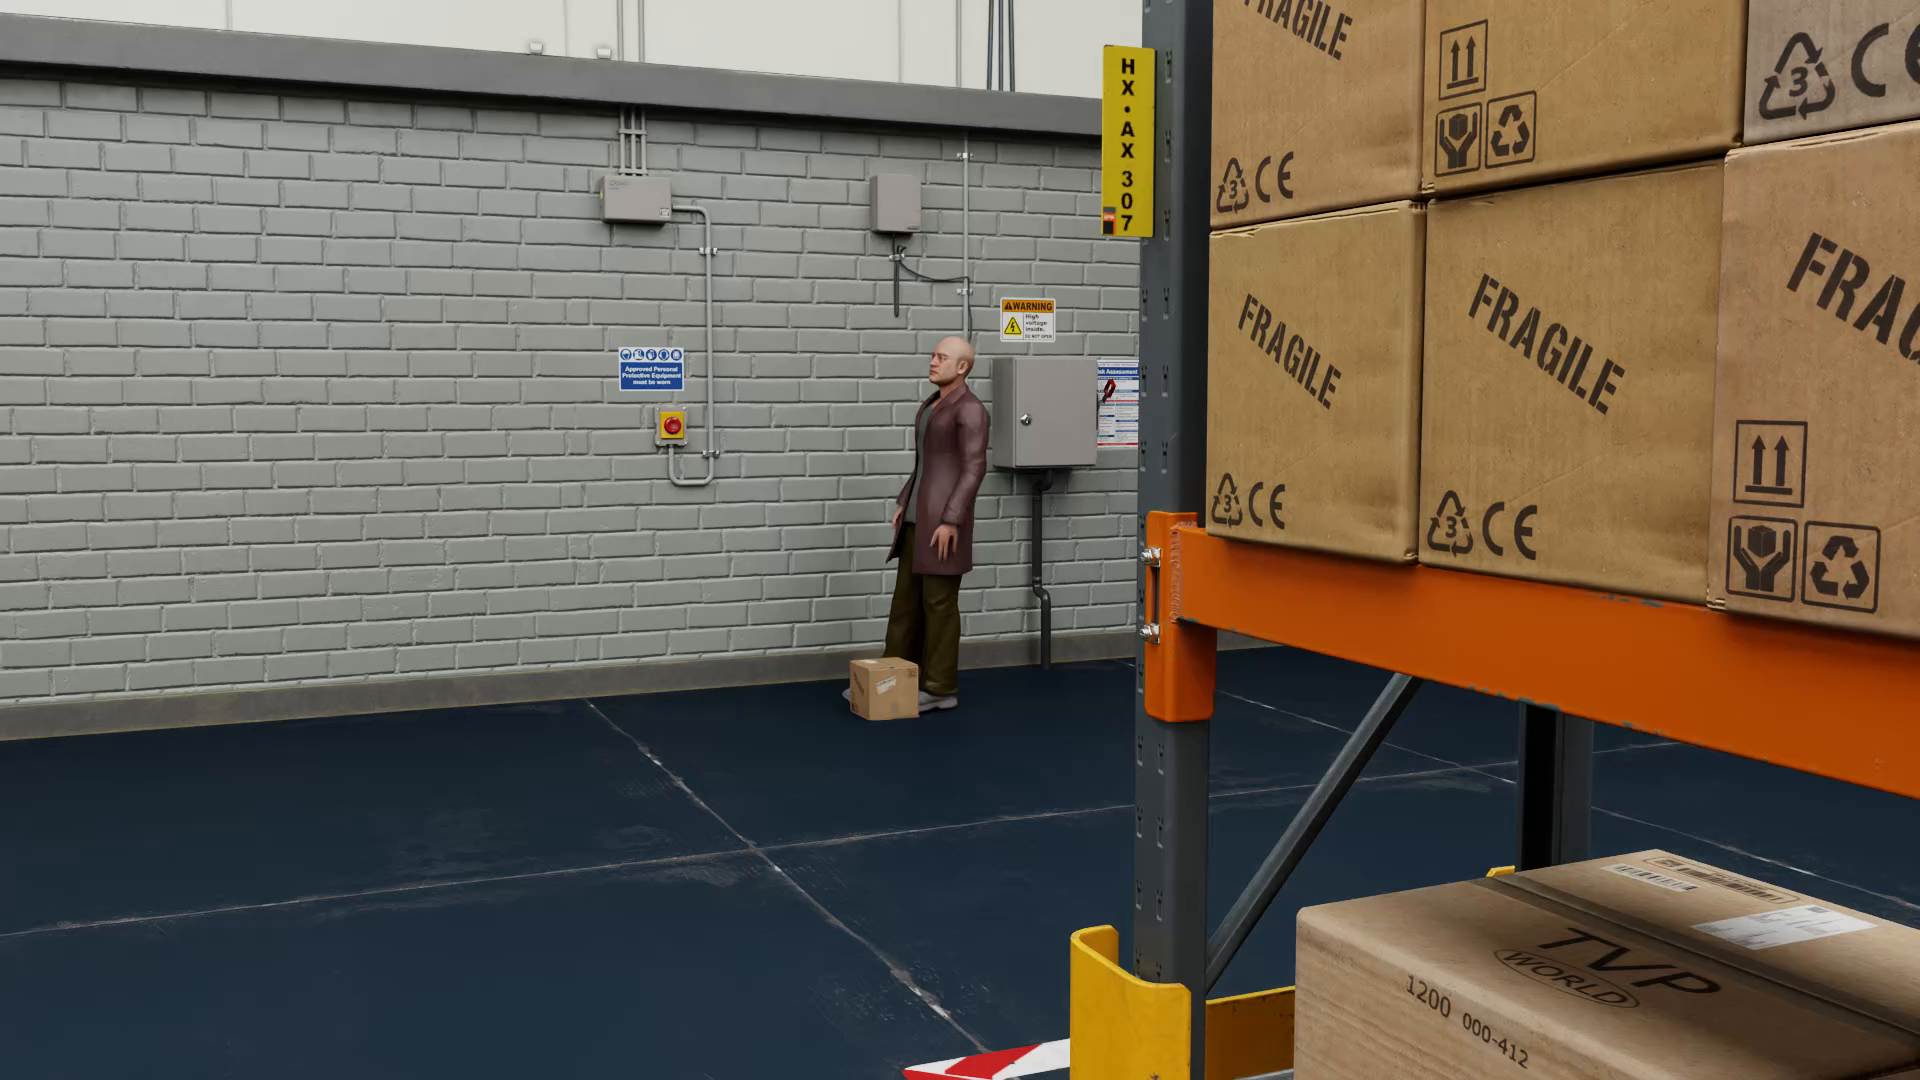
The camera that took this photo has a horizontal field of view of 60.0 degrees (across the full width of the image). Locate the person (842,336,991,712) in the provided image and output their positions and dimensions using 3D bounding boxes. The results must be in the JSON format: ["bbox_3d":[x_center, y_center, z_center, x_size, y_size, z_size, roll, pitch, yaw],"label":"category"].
[{"bbox_3d":[-0.196,-0.074,7.896,0.580,1.778,0.696,-2,6,-24],"label":"person"}]
